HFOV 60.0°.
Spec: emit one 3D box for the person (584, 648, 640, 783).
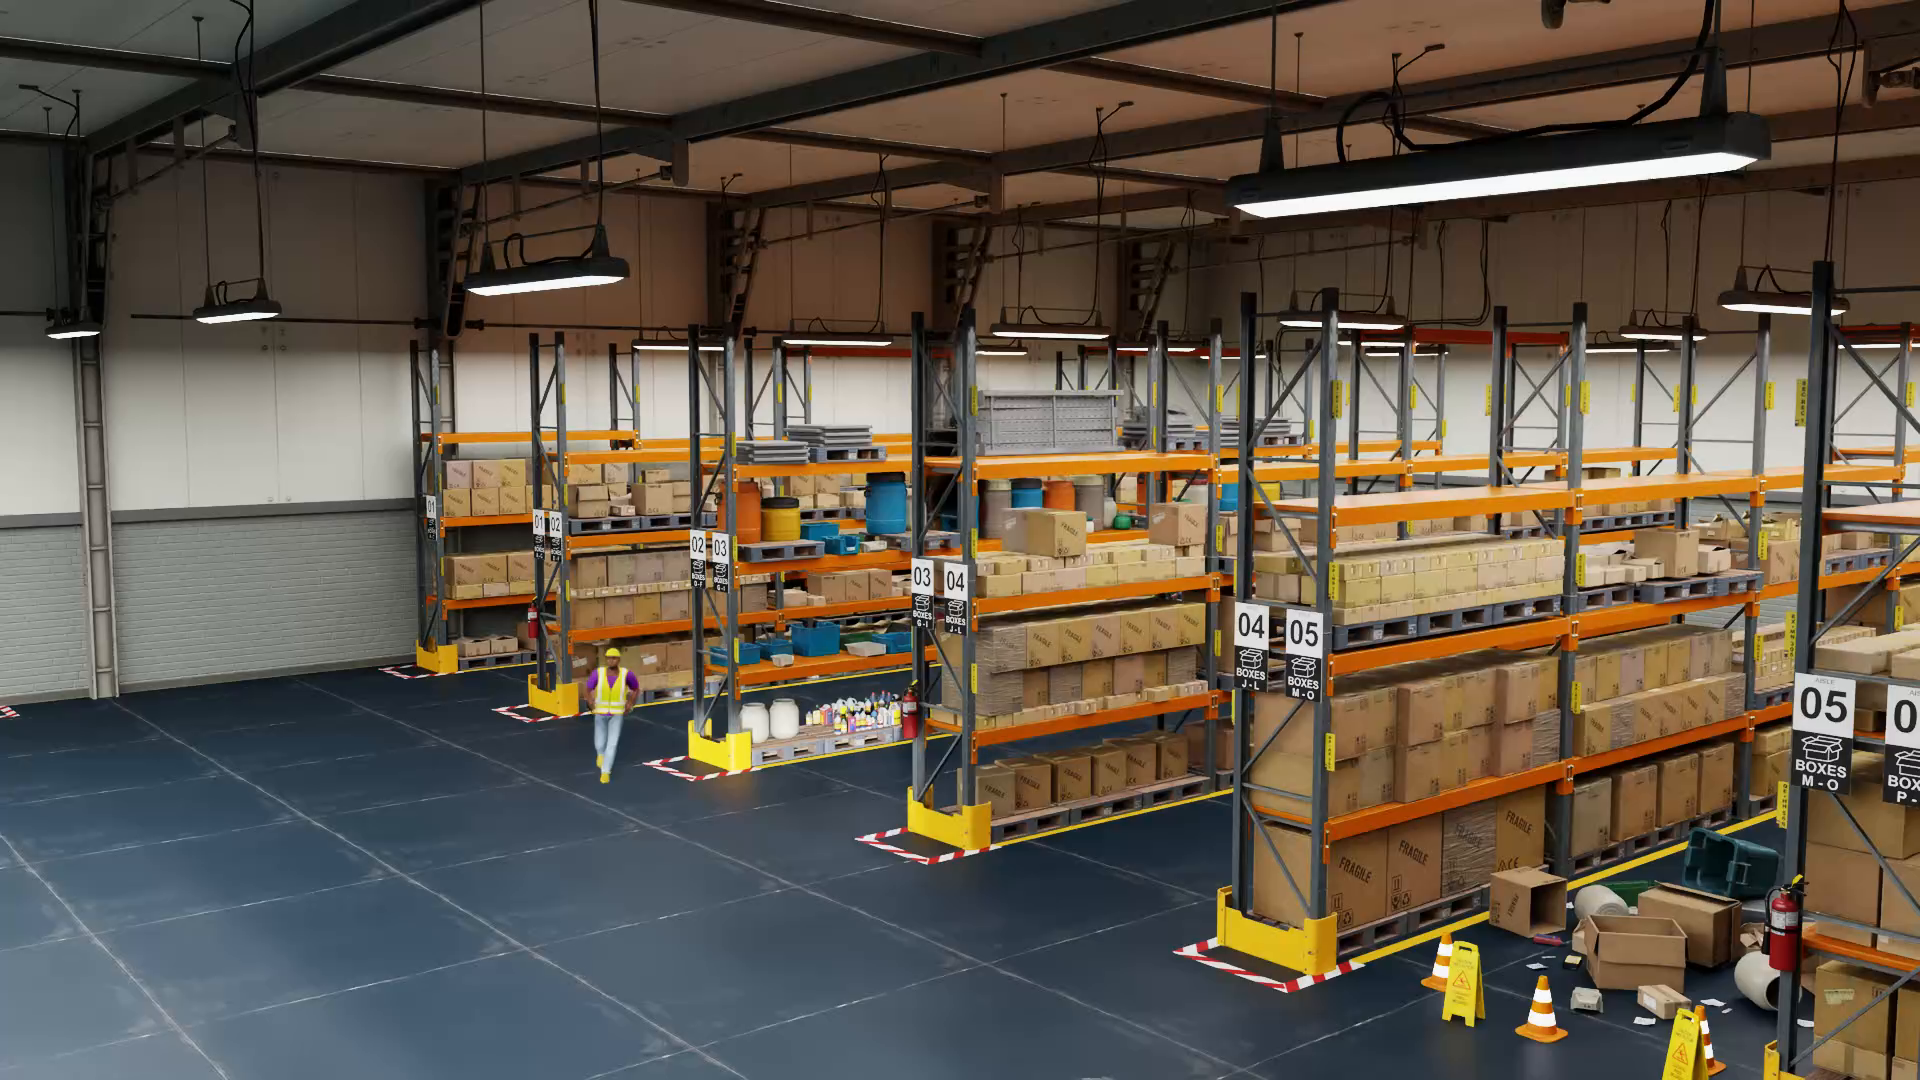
[{"bbox_3d":[-4.591,2.280,21.960,0.715,1.744,0.762,-1,5,-6],"label":"person"}]
